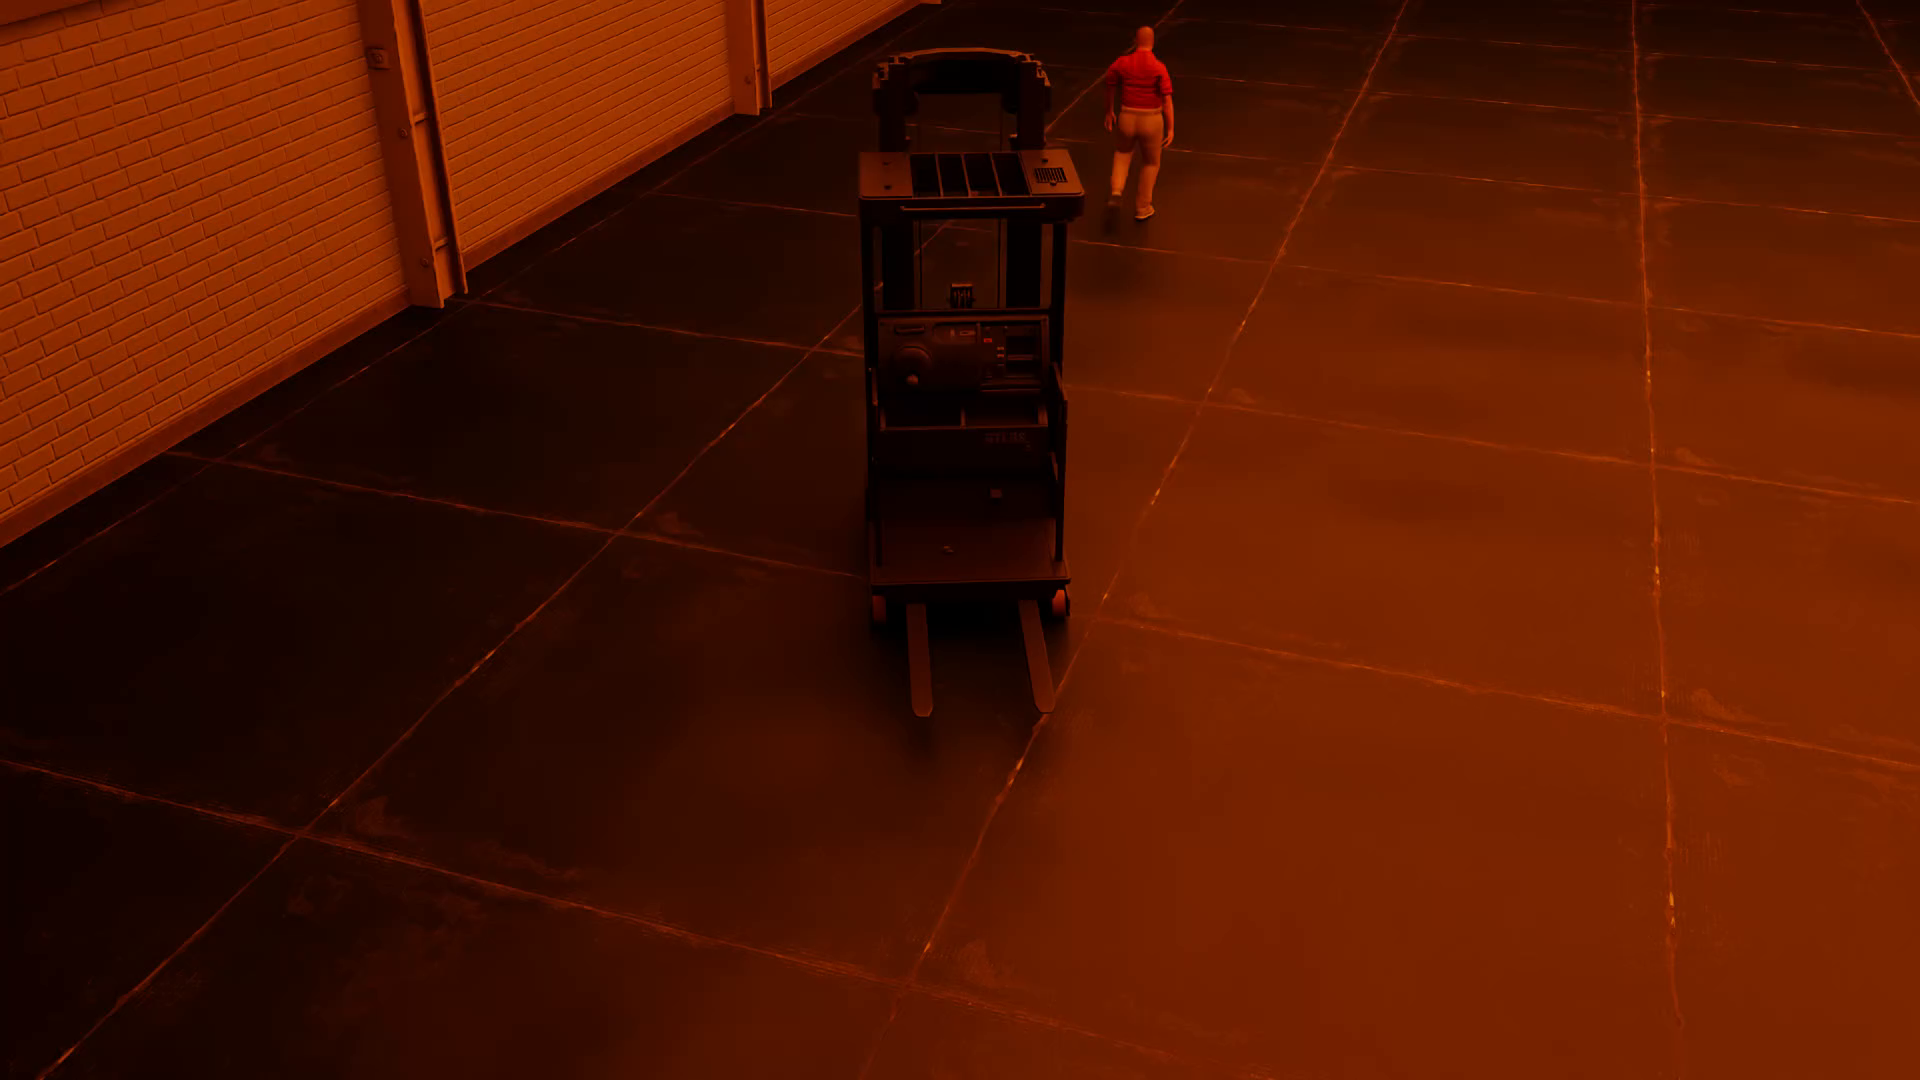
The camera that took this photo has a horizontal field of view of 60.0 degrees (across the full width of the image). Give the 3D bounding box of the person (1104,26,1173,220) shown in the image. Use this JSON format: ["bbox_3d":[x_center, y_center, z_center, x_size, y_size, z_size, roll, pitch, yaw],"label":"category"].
[{"bbox_3d":[1.623,-3.762,14.972,0.691,1.707,0.467,12,32,20],"label":"person"}]

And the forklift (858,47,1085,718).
[{"bbox_3d":[0.035,-0.972,8.842,1.130,2.935,3.031,-2,30,-3],"label":"forklift"}]
